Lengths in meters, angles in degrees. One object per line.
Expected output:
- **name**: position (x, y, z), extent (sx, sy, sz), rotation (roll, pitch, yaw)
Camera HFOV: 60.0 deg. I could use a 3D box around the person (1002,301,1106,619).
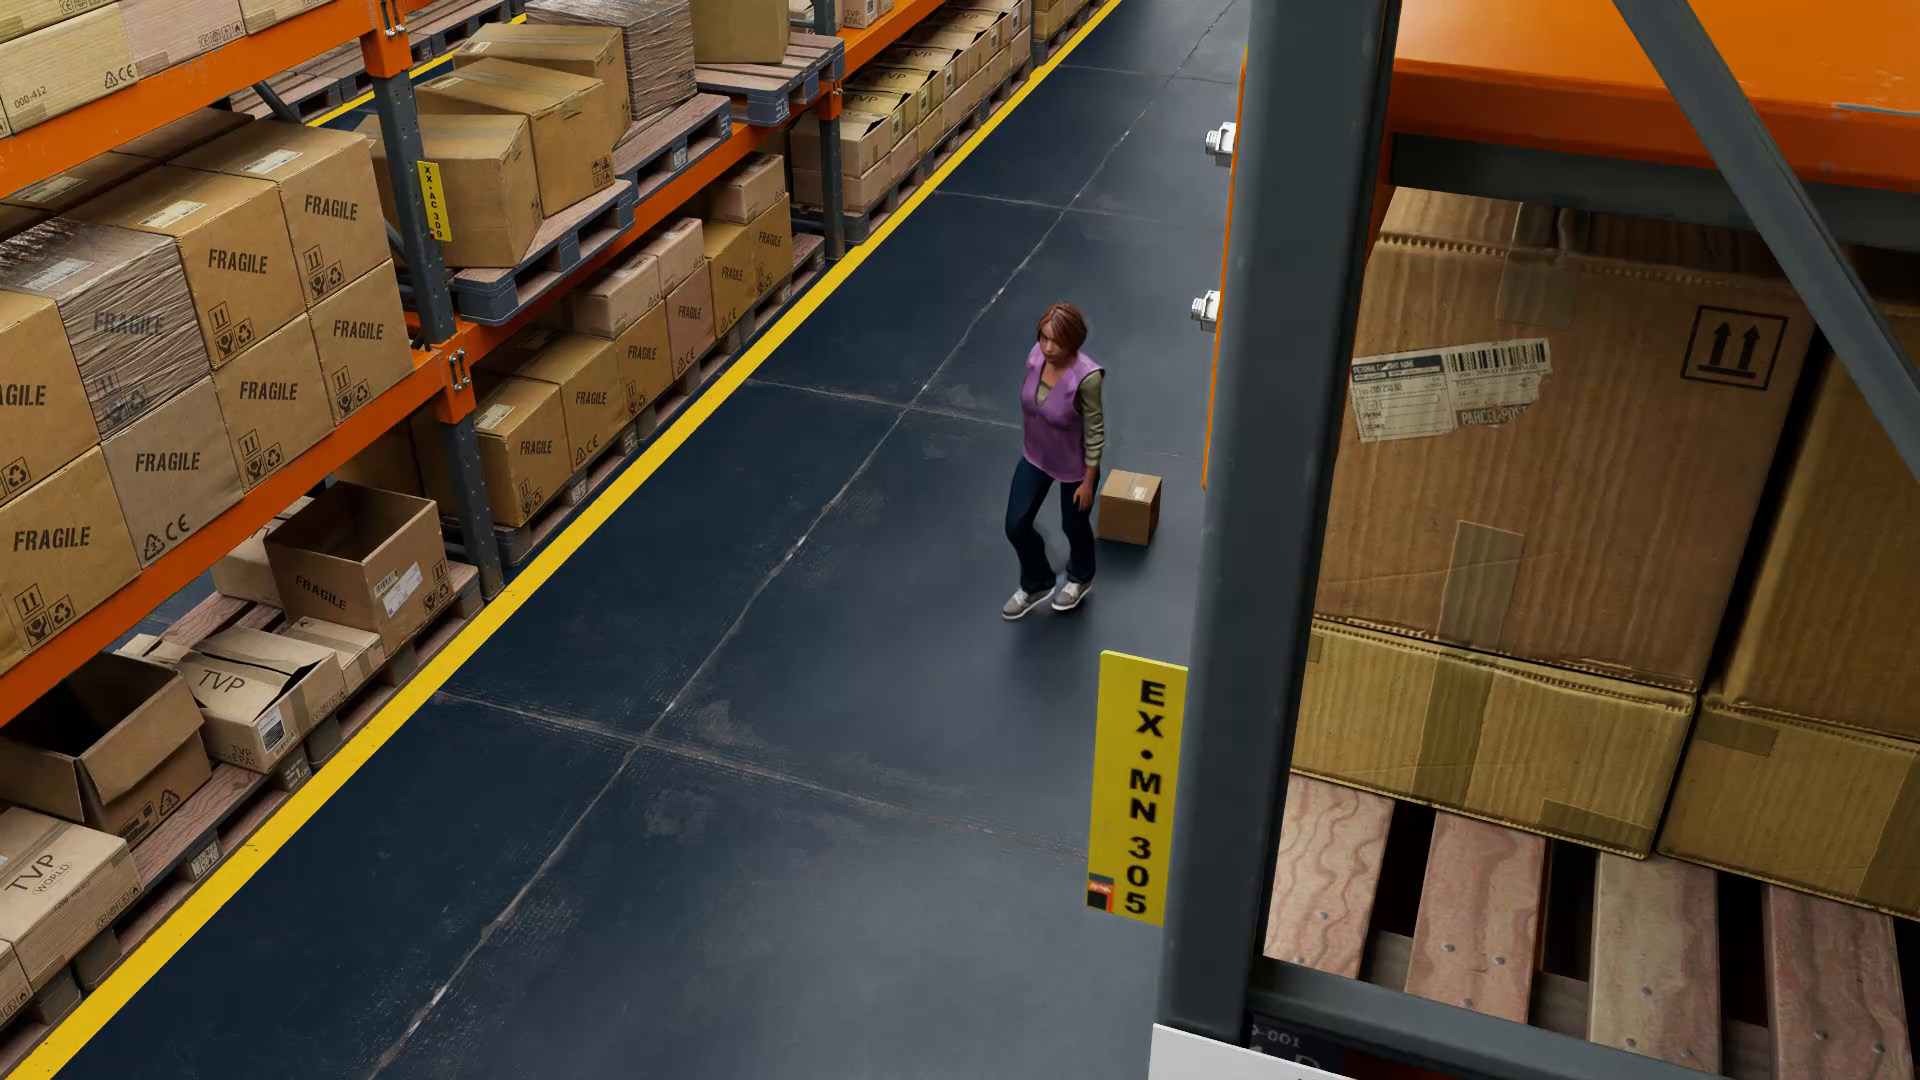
- **person**: position (0.458, -0.329, 7.127), extent (0.443, 1.593, 0.510), rotation (23, 40, 30)
